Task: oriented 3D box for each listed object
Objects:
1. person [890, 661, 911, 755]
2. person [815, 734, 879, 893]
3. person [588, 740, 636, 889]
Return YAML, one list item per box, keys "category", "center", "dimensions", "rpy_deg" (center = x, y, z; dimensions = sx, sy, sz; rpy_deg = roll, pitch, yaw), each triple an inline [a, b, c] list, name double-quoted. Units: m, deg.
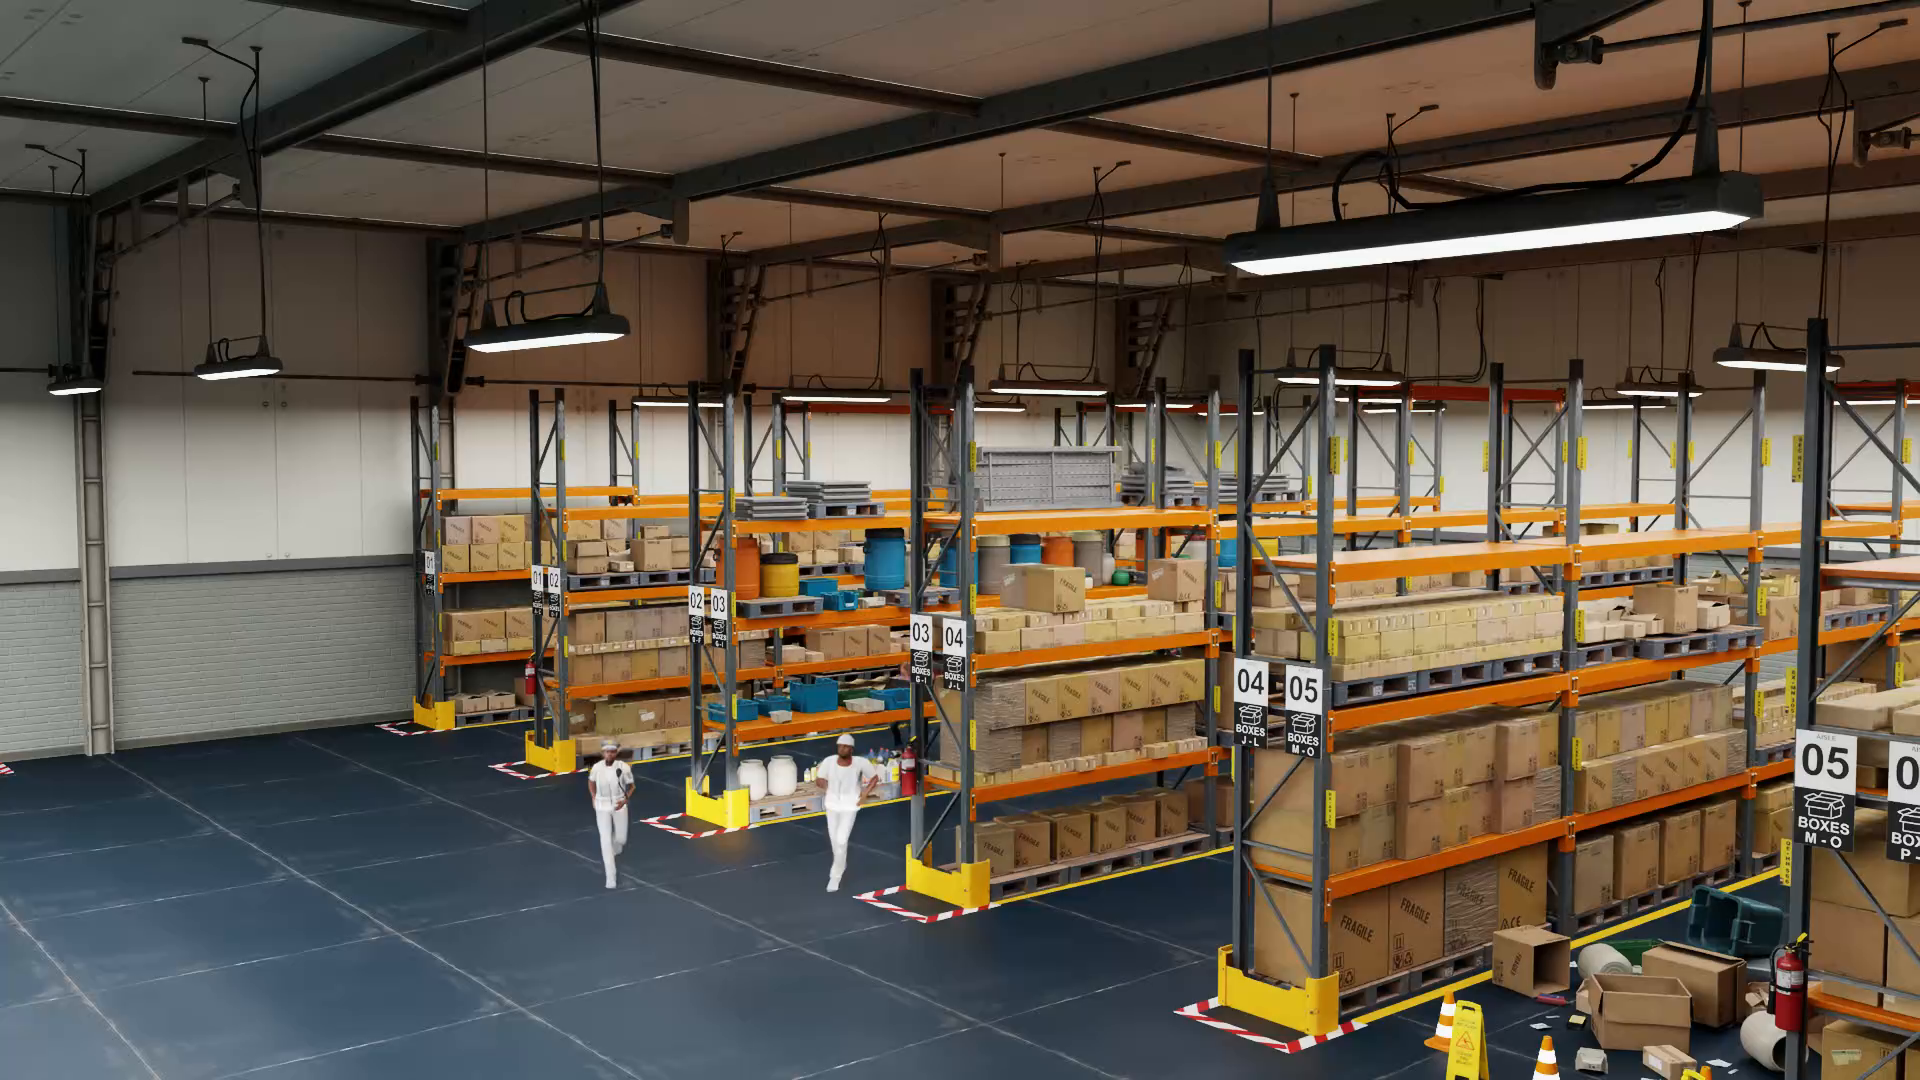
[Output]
- category: "person"
  center: [-0.881, 2.770, 26.999]
  dimensions: [0.515, 1.621, 0.663]
  rpy_deg: [3, 4, 38]
- category: "person"
  center: [-1.344, 3.152, 19.344]
  dimensions: [0.696, 1.829, 0.746]
  rpy_deg: [1, 4, 20]
- category: "person"
  center: [-4.118, 3.192, 19.696]
  dimensions: [0.545, 1.708, 1.019]
  rpy_deg: [-1, 3, -15]
